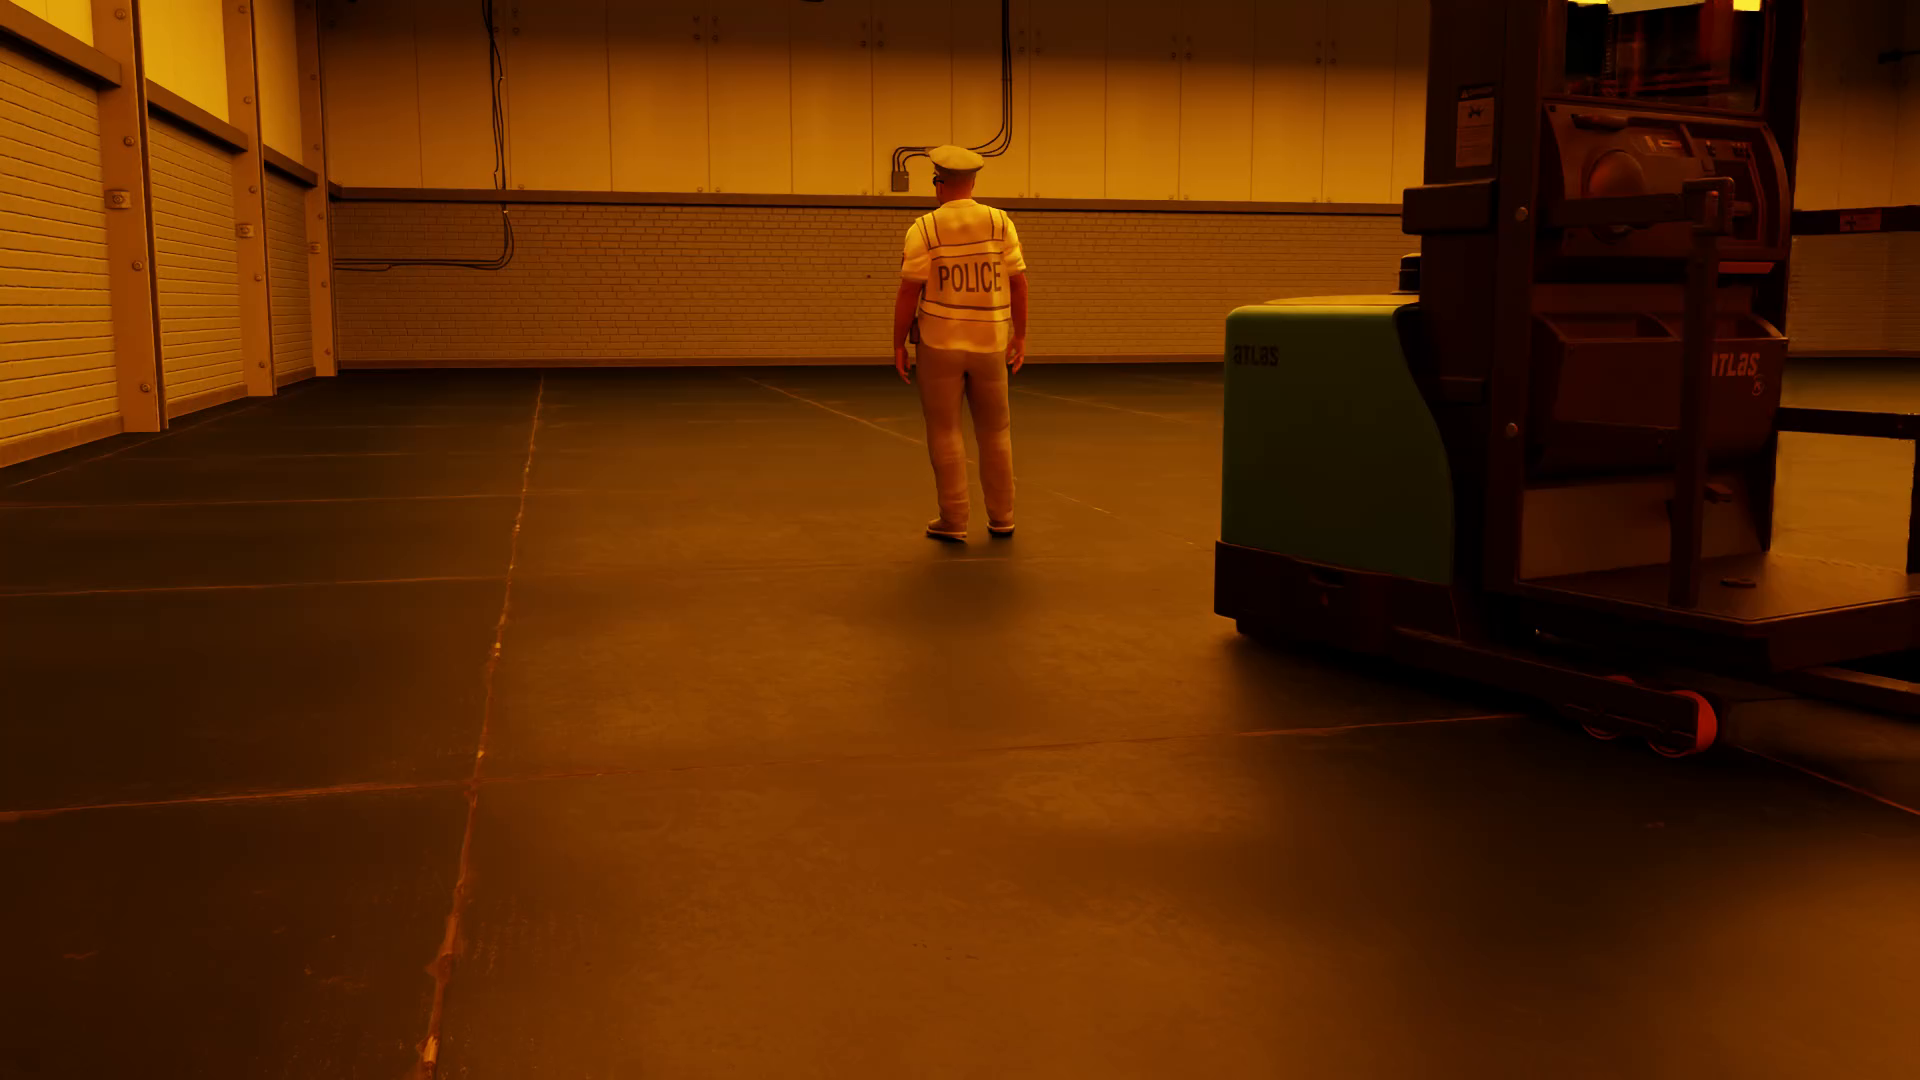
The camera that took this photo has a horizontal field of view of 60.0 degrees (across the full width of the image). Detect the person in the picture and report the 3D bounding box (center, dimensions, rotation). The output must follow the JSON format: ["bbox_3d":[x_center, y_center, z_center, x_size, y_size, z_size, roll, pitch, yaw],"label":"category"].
[{"bbox_3d":[-0.007,-0.901,7.660,0.641,1.780,0.574,-2,8,-13],"label":"person"}]

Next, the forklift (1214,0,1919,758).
[{"bbox_3d":[2.016,-1.001,4.289,1.130,2.935,3.031,-5,9,-30],"label":"forklift"}]
